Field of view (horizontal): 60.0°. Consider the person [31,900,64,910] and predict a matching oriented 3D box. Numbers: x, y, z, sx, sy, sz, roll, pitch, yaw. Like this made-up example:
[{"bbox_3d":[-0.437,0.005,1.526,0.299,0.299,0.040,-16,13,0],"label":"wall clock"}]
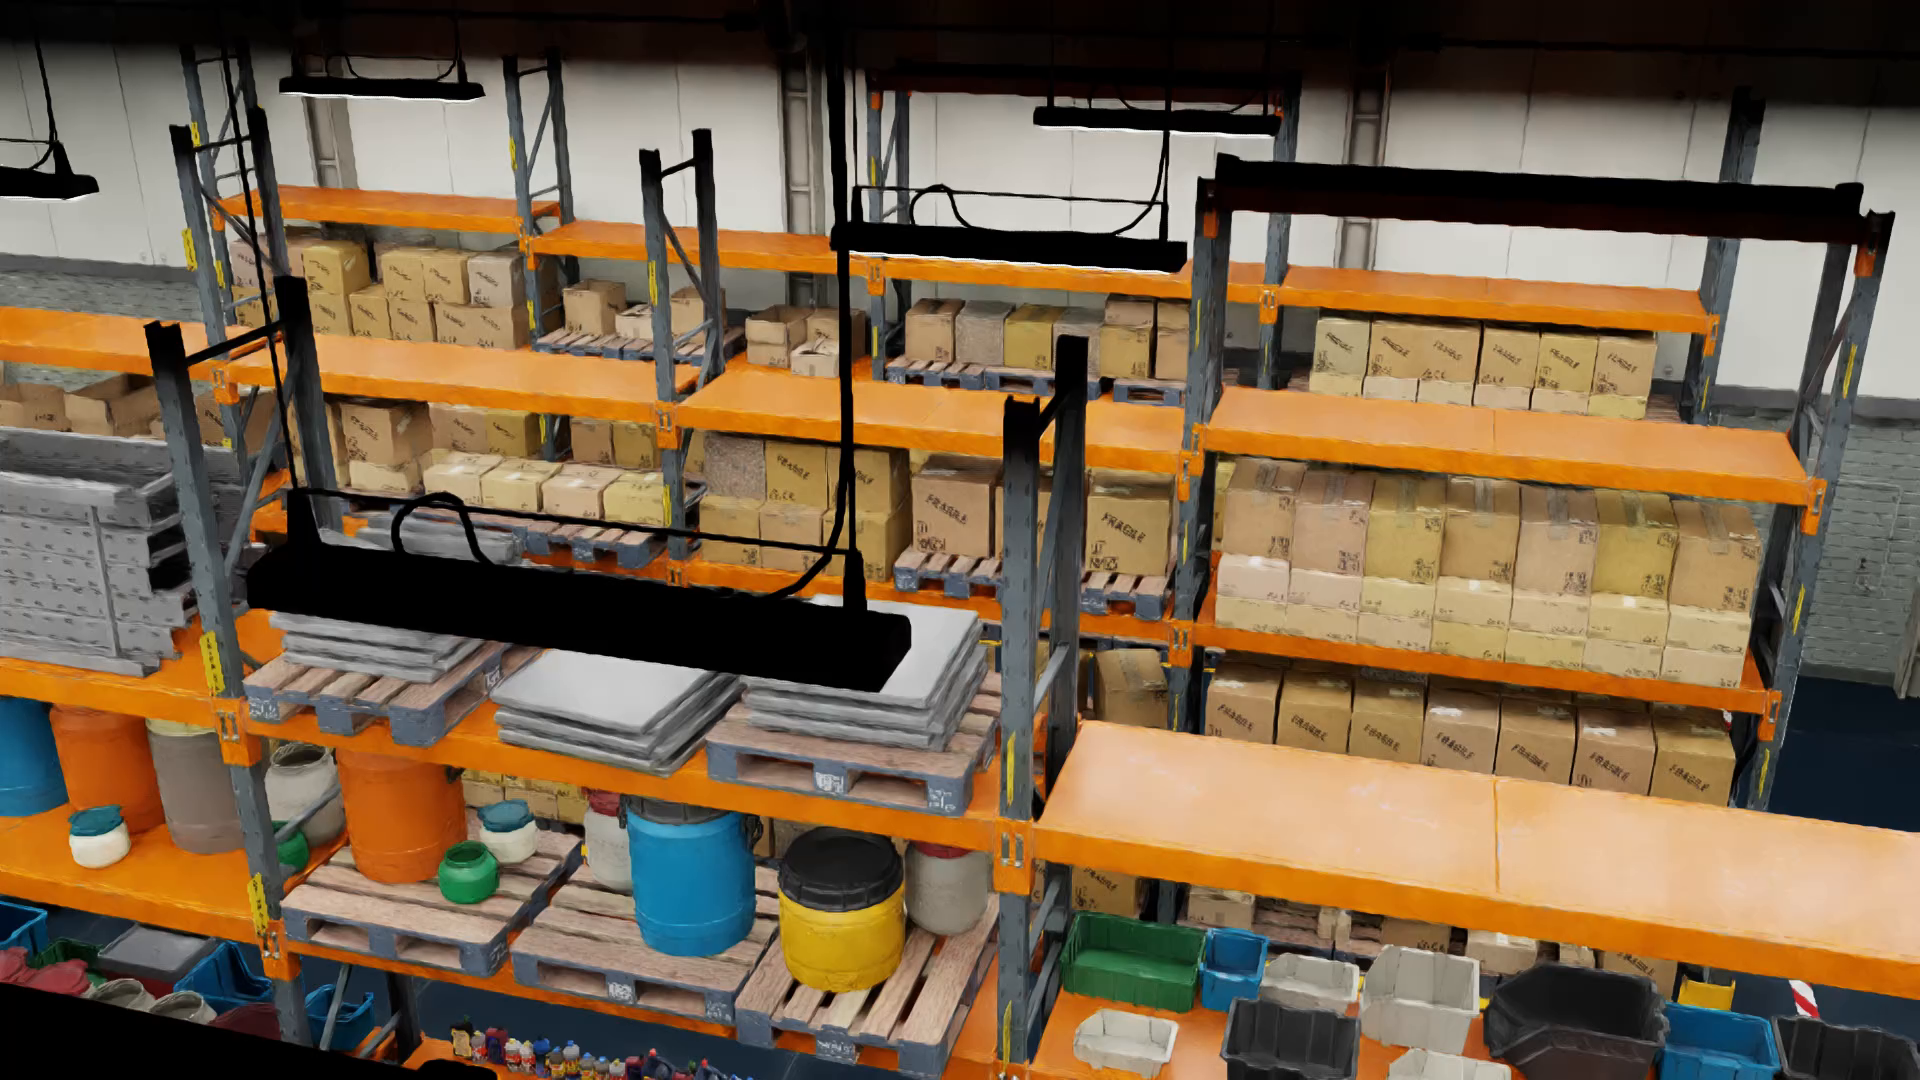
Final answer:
[{"bbox_3d":[-7.780,2.242,13.190,1.026,1.664,0.538,3,23,7],"label":"person"}]
